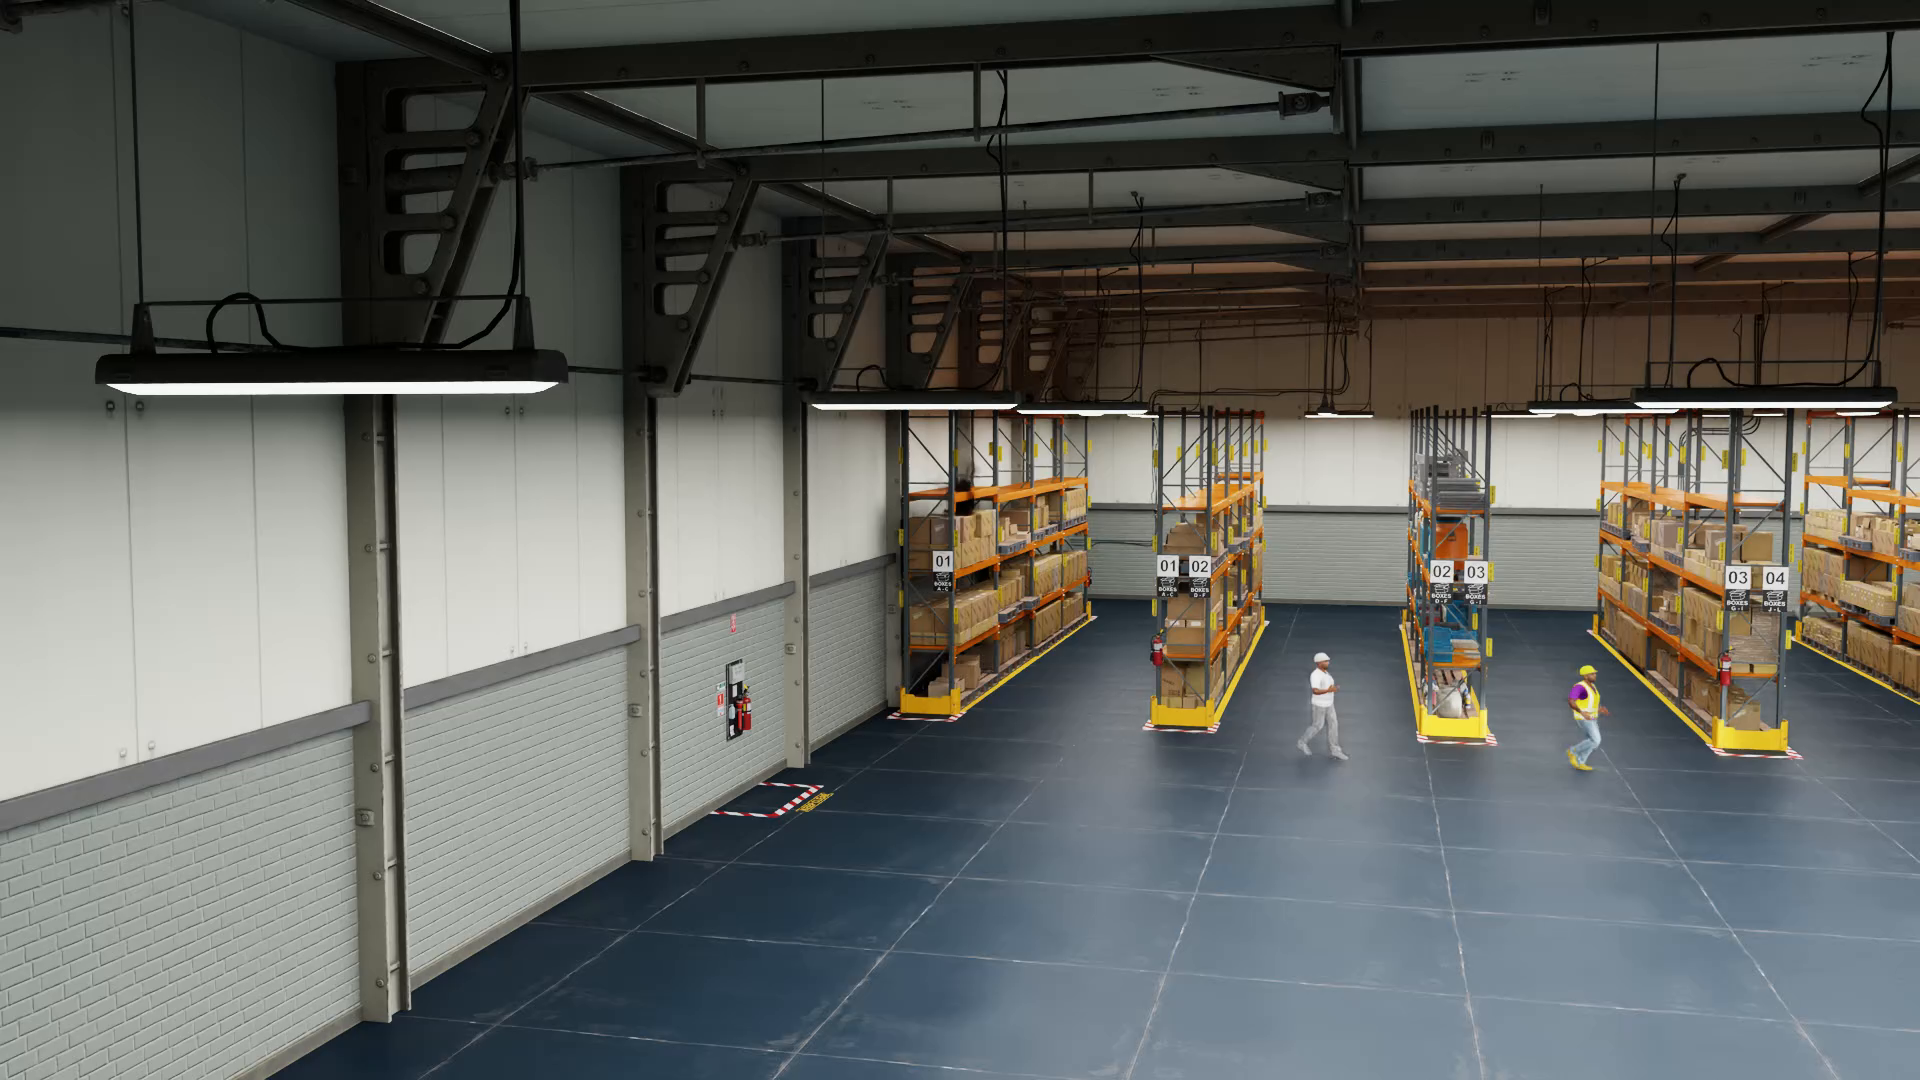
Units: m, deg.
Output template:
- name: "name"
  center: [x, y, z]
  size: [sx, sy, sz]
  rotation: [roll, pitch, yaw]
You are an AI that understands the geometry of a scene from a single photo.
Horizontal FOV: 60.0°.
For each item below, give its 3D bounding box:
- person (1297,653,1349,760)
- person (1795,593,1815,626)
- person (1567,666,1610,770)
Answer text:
- name: "person"
  center: [6.126, 2.794, 28.067]
  size: [0.887, 1.785, 0.688]
  rotation: [3, 5, 36]
- name: "person"
  center: [22.691, 1.670, 44.621]
  size: [0.592, 1.691, 0.756]
  rotation: [3, 5, 40]
- name: "person"
  center: [10.256, 2.879, 27.153]
  size: [0.571, 1.663, 0.675]
  rotation: [4, 5, 41]
